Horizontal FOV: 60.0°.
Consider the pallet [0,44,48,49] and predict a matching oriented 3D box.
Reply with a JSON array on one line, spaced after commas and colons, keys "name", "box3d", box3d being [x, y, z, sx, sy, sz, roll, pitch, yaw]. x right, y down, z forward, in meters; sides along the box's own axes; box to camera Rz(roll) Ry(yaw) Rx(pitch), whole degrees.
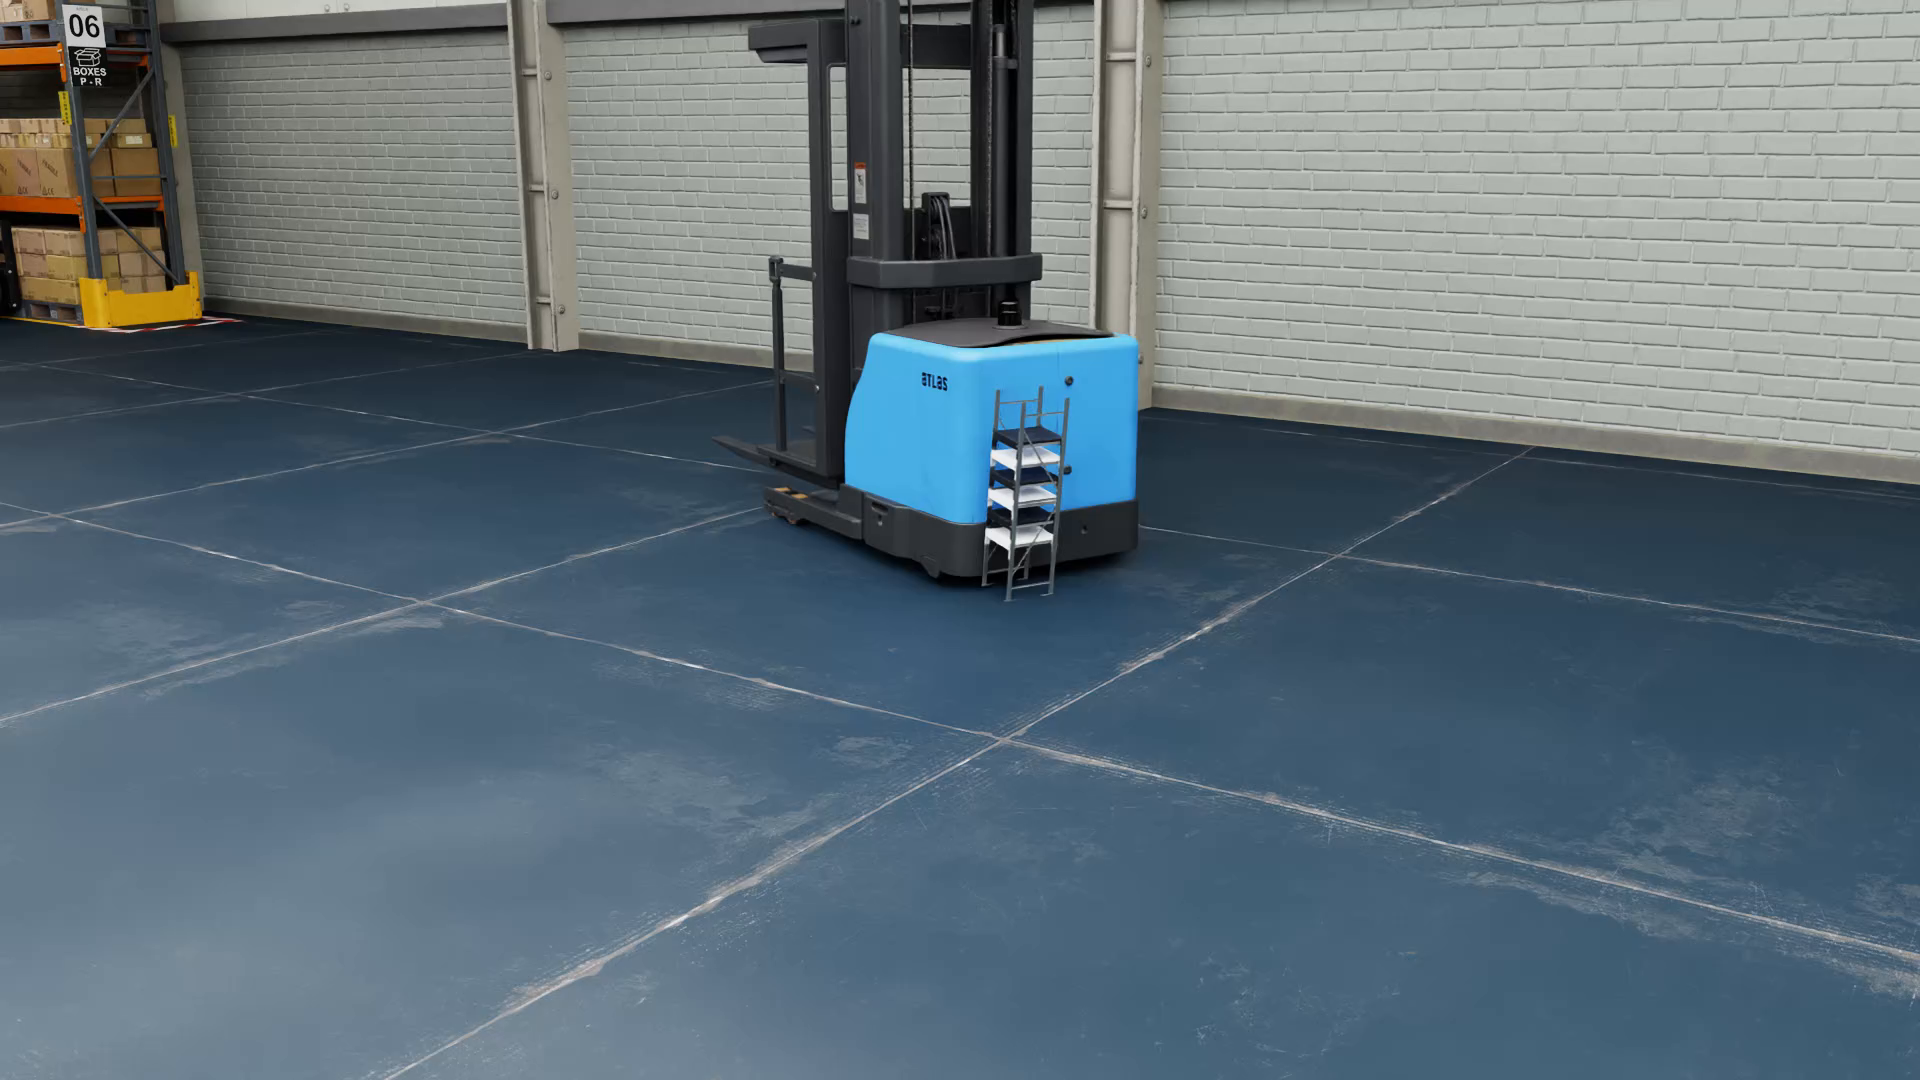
[{"name": "pallet", "box3d": [-10.287, -5.458, 18.069, 1.213, 0.211, 1.003, 9, 17, 33]}]

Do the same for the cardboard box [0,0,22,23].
[{"name": "cardboard box", "box3d": [-9.766, -5.509, 17.290, 0.258, 0.266, 0.396, 9, 17, 33]}]

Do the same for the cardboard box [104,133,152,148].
[{"name": "cardboard box", "box3d": [-8.835, -4.242, 17.657, 0.250, 0.149, 0.380, 9, 16, 31]}]

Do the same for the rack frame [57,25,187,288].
[{"name": "rack frame", "box3d": [-8.698, -3.781, 17.355, 0.127, 3.000, 1.000, 9, 17, 33]}]

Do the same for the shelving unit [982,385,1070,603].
[{"name": "shelving unit", "box3d": [0.281, -0.199, 7.213, 0.258, 0.900, 0.210, -8, 23, -30]}]

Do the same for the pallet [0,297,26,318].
[{"name": "pallet", "box3d": [-10.364, -2.685, 18.732, 1.213, 0.211, 1.003, 9, 17, 33]}]

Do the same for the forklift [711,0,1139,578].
[{"name": "forklift", "box3d": [-0.378, -1.553, 8.498, 1.130, 2.935, 3.031, -9, 16, -32]}]

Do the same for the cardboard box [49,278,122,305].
[{"name": "cardboard box", "box3d": [-9.265, -2.650, 17.635, 0.500, 0.250, 0.500, 9, 17, 33]}]

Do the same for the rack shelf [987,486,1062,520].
[{"name": "rack shelf", "box3d": [0.279, -0.168, 7.224, 0.258, 0.077, 0.200, -8, 23, -30]}]

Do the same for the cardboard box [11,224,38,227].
[{"name": "cardboard box", "box3d": [-10.522, -3.337, 18.330, 0.500, 0.250, 0.500, 9, 16, 32]}]

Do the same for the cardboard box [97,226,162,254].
[{"name": "cardboard box", "box3d": [-8.991, -3.238, 17.927, 0.500, 0.250, 0.500, 9, 16, 32]}]

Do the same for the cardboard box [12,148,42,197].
[{"name": "cardboard box", "box3d": [-9.679, -3.915, 17.686, 0.500, 0.500, 0.500, 10, 17, 35]}]

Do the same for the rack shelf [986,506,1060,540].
[{"name": "rack shelf", "box3d": [0.273, -0.083, 7.255, 0.258, 0.077, 0.200, -8, 23, -30]}]

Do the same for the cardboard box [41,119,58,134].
[{"name": "cardboard box", "box3d": [-9.335, -4.322, 17.362, 0.250, 0.149, 0.380, 9, 17, 33]}]

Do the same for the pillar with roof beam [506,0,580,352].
[{"name": "pillar with roof beam", "box3d": [-6.197, -5.303, 11.019, 0.400, 9.000, 9.100, 9, 17, 33]}]

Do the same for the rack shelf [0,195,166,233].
[{"name": "rack shelf", "box3d": [-10.358, -3.700, 18.525, 4.000, 0.370, 1.077, 9, 17, 33]}]

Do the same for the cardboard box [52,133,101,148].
[{"name": "cardboard box", "box3d": [-9.142, -4.135, 17.227, 0.250, 0.149, 0.380, 9, 17, 34]}]

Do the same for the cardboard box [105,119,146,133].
[{"name": "cardboard box", "box3d": [-8.858, -4.376, 17.583, 0.250, 0.149, 0.380, 9, 16, 32]}]

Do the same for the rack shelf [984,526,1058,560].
[{"name": "rack shelf", "box3d": [0.267, 0.001, 7.286, 0.258, 0.077, 0.200, -8, 23, -30]}]

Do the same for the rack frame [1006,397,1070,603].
[{"name": "rack frame", "box3d": [0.332, -0.166, 7.132, 0.240, 0.900, 0.006, -8, 23, -30]}]

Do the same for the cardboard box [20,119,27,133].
[{"name": "cardboard box", "box3d": [-9.732, -4.400, 17.676, 0.250, 0.149, 0.380, 9, 17, 33]}]

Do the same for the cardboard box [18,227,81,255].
[{"name": "cardboard box", "box3d": [-9.681, -3.202, 17.785, 0.500, 0.250, 0.500, 10, 17, 34]}]

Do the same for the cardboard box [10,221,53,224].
[{"name": "cardboard box", "box3d": [-10.660, -3.509, 19.023, 0.500, 0.250, 0.500, 9, 17, 33]}]

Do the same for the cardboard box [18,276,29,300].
[{"name": "cardboard box", "box3d": [-10.082, -2.788, 18.190, 0.500, 0.250, 0.500, 9, 17, 33]}]

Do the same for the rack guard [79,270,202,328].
[{"name": "rack guard", "box3d": [-8.678, -2.564, 17.642, 0.348, 0.500, 1.175, 9, 17, 33]}]

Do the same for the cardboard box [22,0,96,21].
[{"name": "cardboard box", "box3d": [-9.202, -5.549, 16.963, 0.500, 0.500, 0.500, 10, 17, 35]}]

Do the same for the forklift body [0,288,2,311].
[{"name": "forklift body", "box3d": [-11.290, -3.260, 17.014, 1.214, 2.155, 2.313, 9, 17, 33]}]

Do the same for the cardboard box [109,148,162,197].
[{"name": "cardboard box", "box3d": [-8.954, -3.951, 17.835, 0.500, 0.500, 0.500, 10, 17, 35]}]

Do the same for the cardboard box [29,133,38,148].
[{"name": "cardboard box", "box3d": [-9.552, -4.210, 17.531, 0.250, 0.149, 0.380, 10, 17, 34]}]

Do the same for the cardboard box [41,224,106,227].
[{"name": "cardboard box", "box3d": [-9.817, -3.373, 18.475, 0.500, 0.250, 0.500, 9, 17, 32]}]

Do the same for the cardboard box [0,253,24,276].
[{"name": "cardboard box", "box3d": [-10.127, -3.030, 18.129, 0.500, 0.250, 0.500, 9, 16, 32]}]

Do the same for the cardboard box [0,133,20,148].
[{"name": "cardboard box", "box3d": [-9.999, -4.272, 17.781, 0.250, 0.149, 0.380, 9, 16, 31]}]

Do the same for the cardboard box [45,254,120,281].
[{"name": "cardboard box", "box3d": [-9.277, -2.896, 17.586, 0.500, 0.250, 0.500, 9, 16, 32]}]

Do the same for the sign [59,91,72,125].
[{"name": "sign", "box3d": [-9.013, -4.352, 16.757, 0.005, 0.325, 0.100, 9, 17, 33]}]
